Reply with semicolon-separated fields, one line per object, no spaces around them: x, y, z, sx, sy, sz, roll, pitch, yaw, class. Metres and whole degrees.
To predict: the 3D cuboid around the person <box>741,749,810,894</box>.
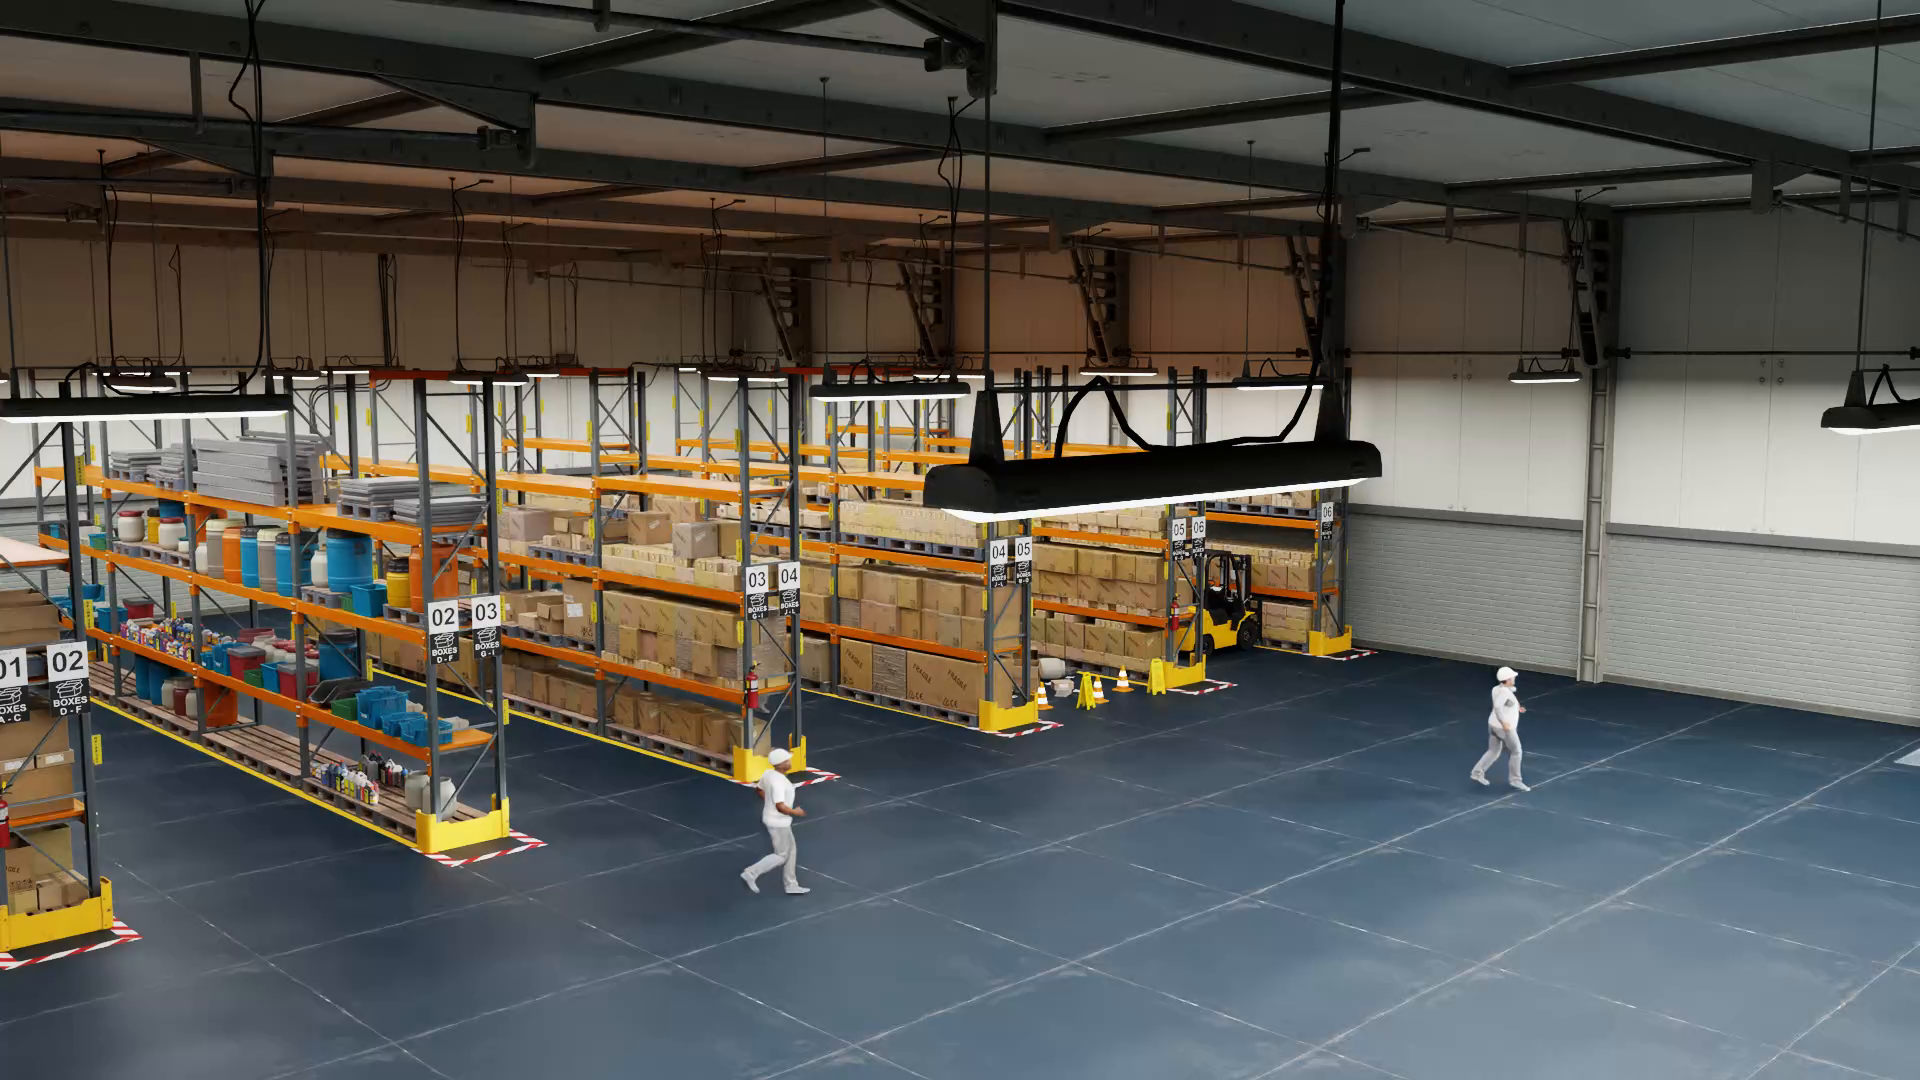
-2.164;3.295;19.338;0.862;1.760;0.708;-2;7;-20;person

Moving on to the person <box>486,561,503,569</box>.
-11.282;0.992;40.258;0.613;1.641;0.558;6;9;43;person

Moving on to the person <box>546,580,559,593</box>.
-10.093;0.865;41.116;0.544;1.695;0.743;1;7;10;person

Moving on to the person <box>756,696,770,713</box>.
-3.461;2.220;29.230;0.558;1.658;0.574;4;7;29;person

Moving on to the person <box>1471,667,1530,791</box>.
7.841;2.733;24.102;0.835;1.809;0.649;-1;7;-8;person
